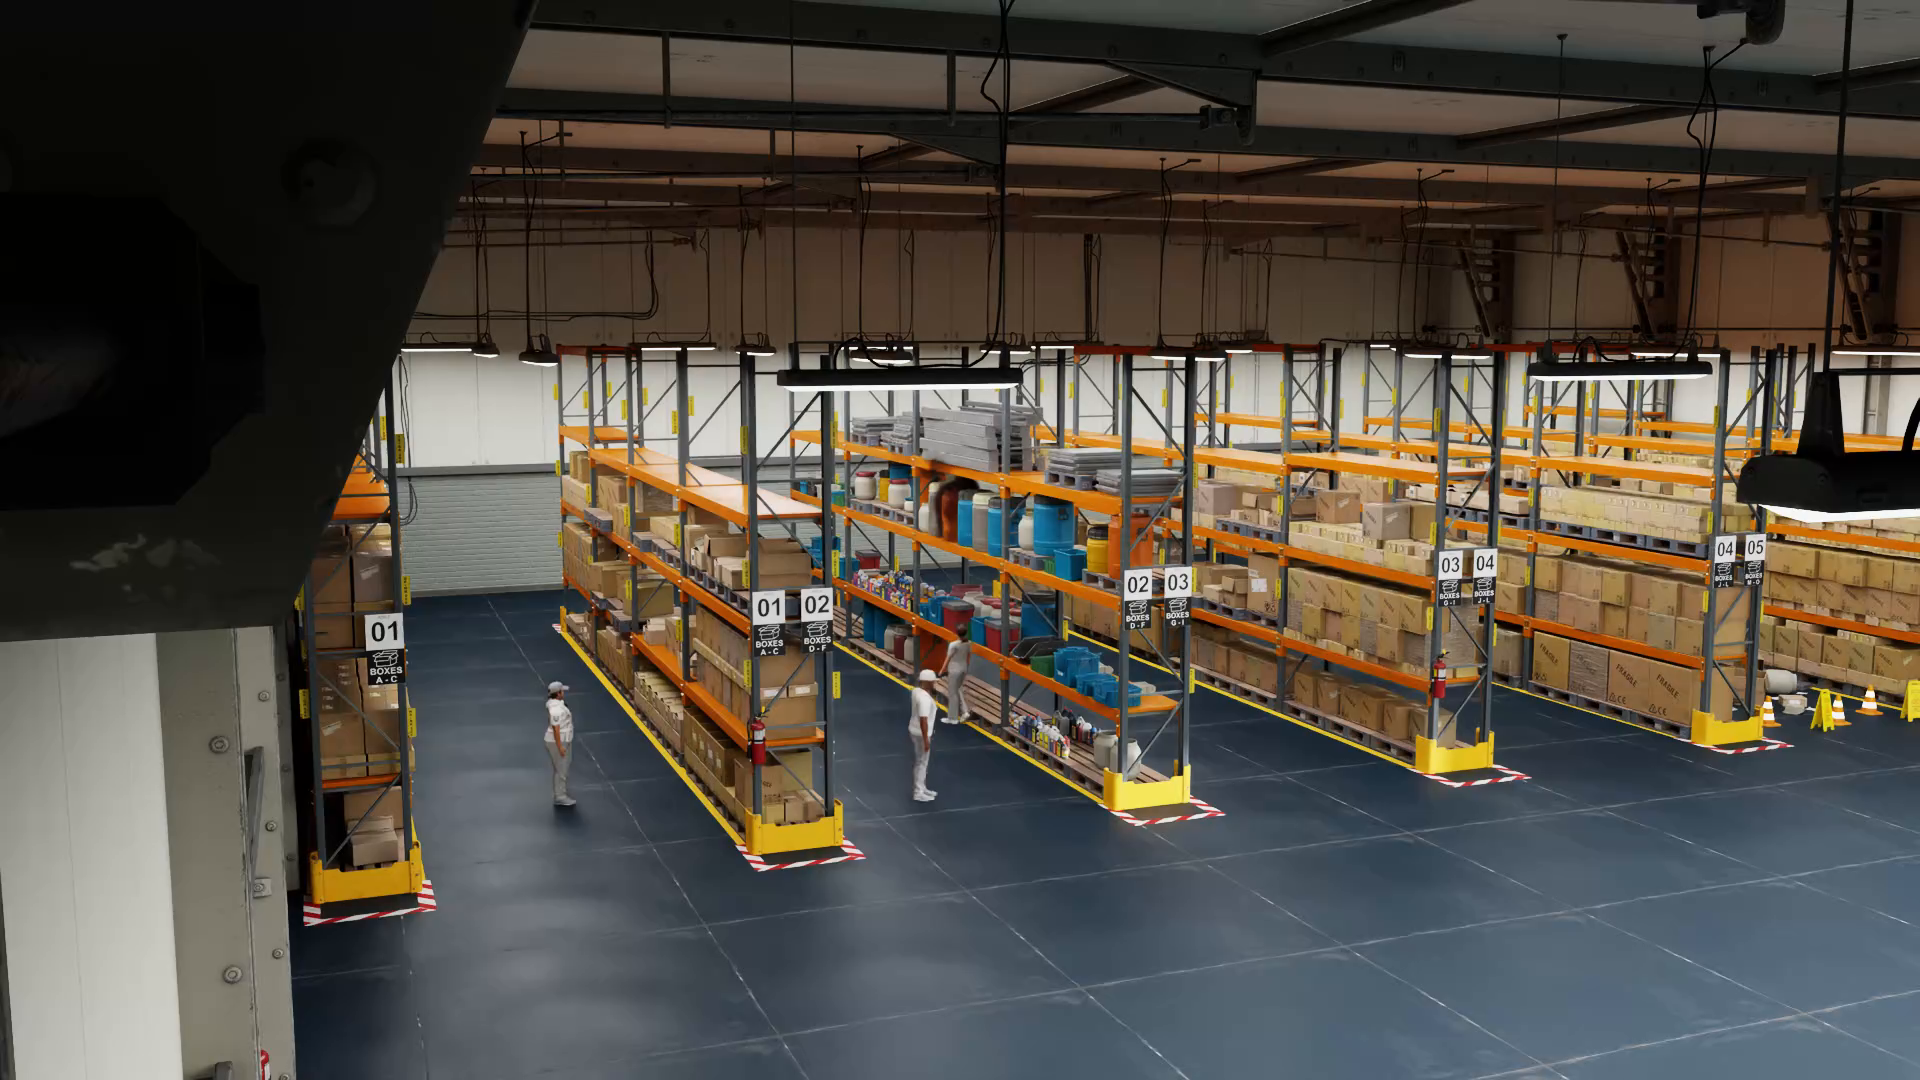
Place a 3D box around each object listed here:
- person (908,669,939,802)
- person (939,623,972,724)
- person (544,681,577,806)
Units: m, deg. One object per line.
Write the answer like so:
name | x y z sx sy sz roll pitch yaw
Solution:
person | -0.480 2.615 22.392 0.418 1.777 0.597 -1 7 -9
person | -0.058 2.126 26.469 0.538 1.676 0.488 5 9 36
person | -5.332 2.718 22.221 0.415 1.705 0.576 0 7 -2
